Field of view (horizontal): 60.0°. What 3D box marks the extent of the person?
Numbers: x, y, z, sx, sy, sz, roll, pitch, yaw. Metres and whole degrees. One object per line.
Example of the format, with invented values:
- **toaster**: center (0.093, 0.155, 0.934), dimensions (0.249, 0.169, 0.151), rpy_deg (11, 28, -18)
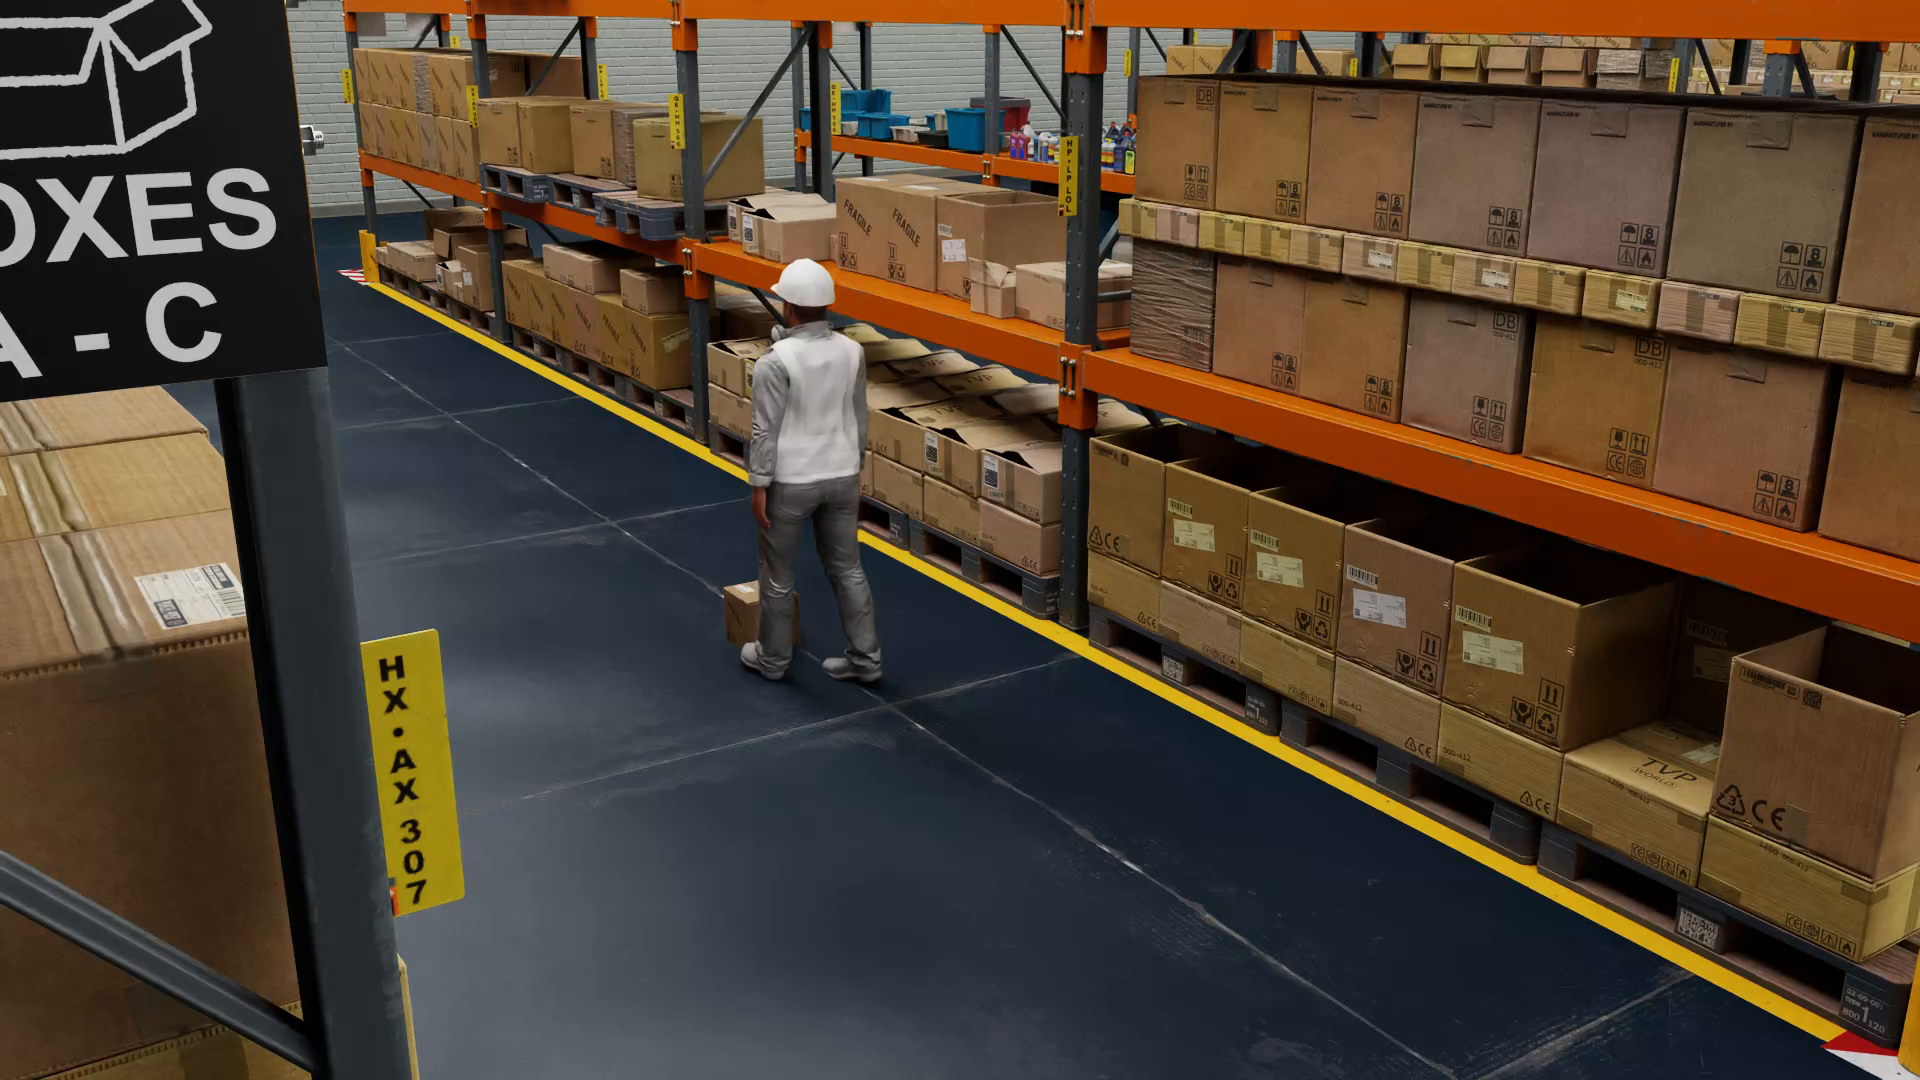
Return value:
- **person**: center (-0.658, -0.267, 6.836), dimensions (0.557, 1.781, 0.616), rpy_deg (-13, 22, -35)
